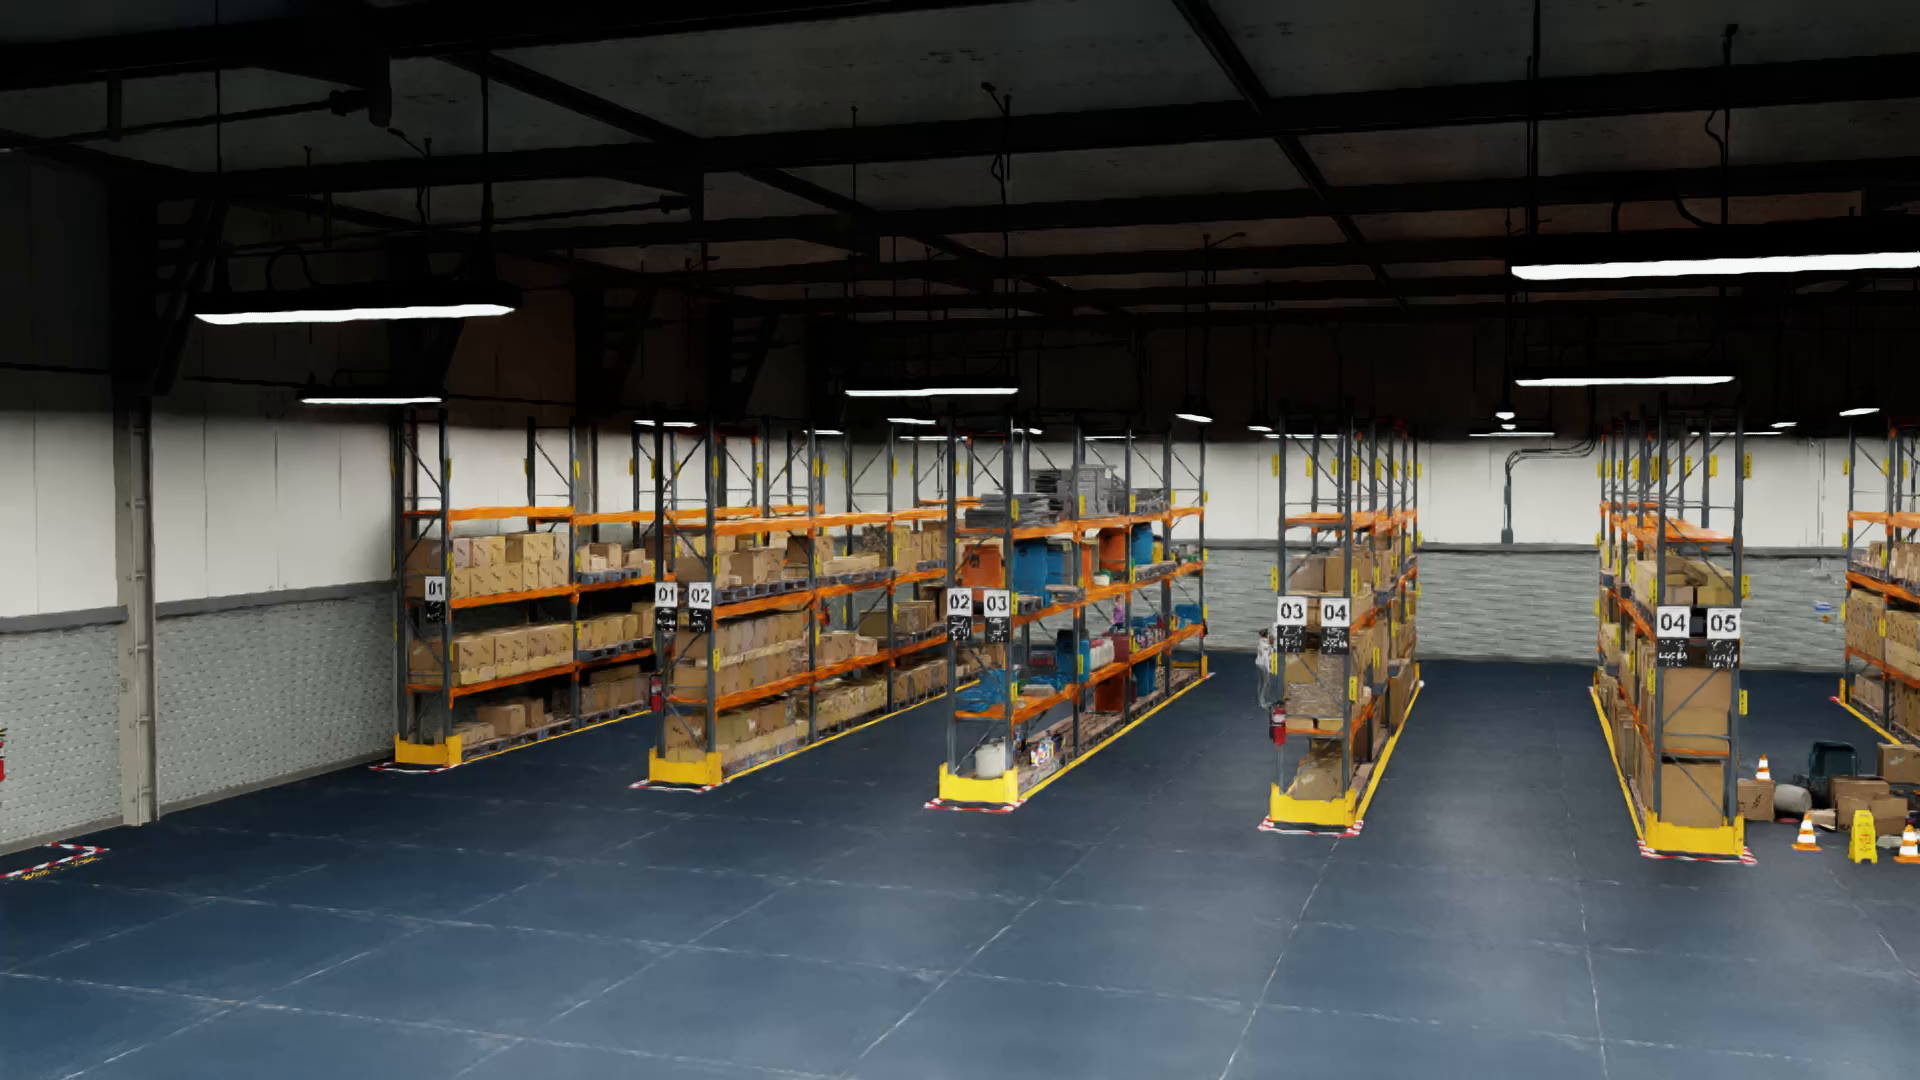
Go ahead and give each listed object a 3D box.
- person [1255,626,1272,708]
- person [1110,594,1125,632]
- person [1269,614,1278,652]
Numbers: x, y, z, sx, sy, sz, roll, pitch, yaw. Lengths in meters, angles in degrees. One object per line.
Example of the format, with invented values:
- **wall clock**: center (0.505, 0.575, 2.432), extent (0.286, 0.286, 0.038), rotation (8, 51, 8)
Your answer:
- **person**: center (6.414, 2.685, 35.036), extent (0.361, 1.727, 0.538), rotation (0, 2, -9)
- **person**: center (4.209, 2.261, 45.560), extent (0.597, 1.591, 0.454), rotation (-1, 3, -26)
- **person**: center (7.425, 2.490, 38.428), extent (0.566, 1.704, 1.122), rotation (1, 3, 20)
